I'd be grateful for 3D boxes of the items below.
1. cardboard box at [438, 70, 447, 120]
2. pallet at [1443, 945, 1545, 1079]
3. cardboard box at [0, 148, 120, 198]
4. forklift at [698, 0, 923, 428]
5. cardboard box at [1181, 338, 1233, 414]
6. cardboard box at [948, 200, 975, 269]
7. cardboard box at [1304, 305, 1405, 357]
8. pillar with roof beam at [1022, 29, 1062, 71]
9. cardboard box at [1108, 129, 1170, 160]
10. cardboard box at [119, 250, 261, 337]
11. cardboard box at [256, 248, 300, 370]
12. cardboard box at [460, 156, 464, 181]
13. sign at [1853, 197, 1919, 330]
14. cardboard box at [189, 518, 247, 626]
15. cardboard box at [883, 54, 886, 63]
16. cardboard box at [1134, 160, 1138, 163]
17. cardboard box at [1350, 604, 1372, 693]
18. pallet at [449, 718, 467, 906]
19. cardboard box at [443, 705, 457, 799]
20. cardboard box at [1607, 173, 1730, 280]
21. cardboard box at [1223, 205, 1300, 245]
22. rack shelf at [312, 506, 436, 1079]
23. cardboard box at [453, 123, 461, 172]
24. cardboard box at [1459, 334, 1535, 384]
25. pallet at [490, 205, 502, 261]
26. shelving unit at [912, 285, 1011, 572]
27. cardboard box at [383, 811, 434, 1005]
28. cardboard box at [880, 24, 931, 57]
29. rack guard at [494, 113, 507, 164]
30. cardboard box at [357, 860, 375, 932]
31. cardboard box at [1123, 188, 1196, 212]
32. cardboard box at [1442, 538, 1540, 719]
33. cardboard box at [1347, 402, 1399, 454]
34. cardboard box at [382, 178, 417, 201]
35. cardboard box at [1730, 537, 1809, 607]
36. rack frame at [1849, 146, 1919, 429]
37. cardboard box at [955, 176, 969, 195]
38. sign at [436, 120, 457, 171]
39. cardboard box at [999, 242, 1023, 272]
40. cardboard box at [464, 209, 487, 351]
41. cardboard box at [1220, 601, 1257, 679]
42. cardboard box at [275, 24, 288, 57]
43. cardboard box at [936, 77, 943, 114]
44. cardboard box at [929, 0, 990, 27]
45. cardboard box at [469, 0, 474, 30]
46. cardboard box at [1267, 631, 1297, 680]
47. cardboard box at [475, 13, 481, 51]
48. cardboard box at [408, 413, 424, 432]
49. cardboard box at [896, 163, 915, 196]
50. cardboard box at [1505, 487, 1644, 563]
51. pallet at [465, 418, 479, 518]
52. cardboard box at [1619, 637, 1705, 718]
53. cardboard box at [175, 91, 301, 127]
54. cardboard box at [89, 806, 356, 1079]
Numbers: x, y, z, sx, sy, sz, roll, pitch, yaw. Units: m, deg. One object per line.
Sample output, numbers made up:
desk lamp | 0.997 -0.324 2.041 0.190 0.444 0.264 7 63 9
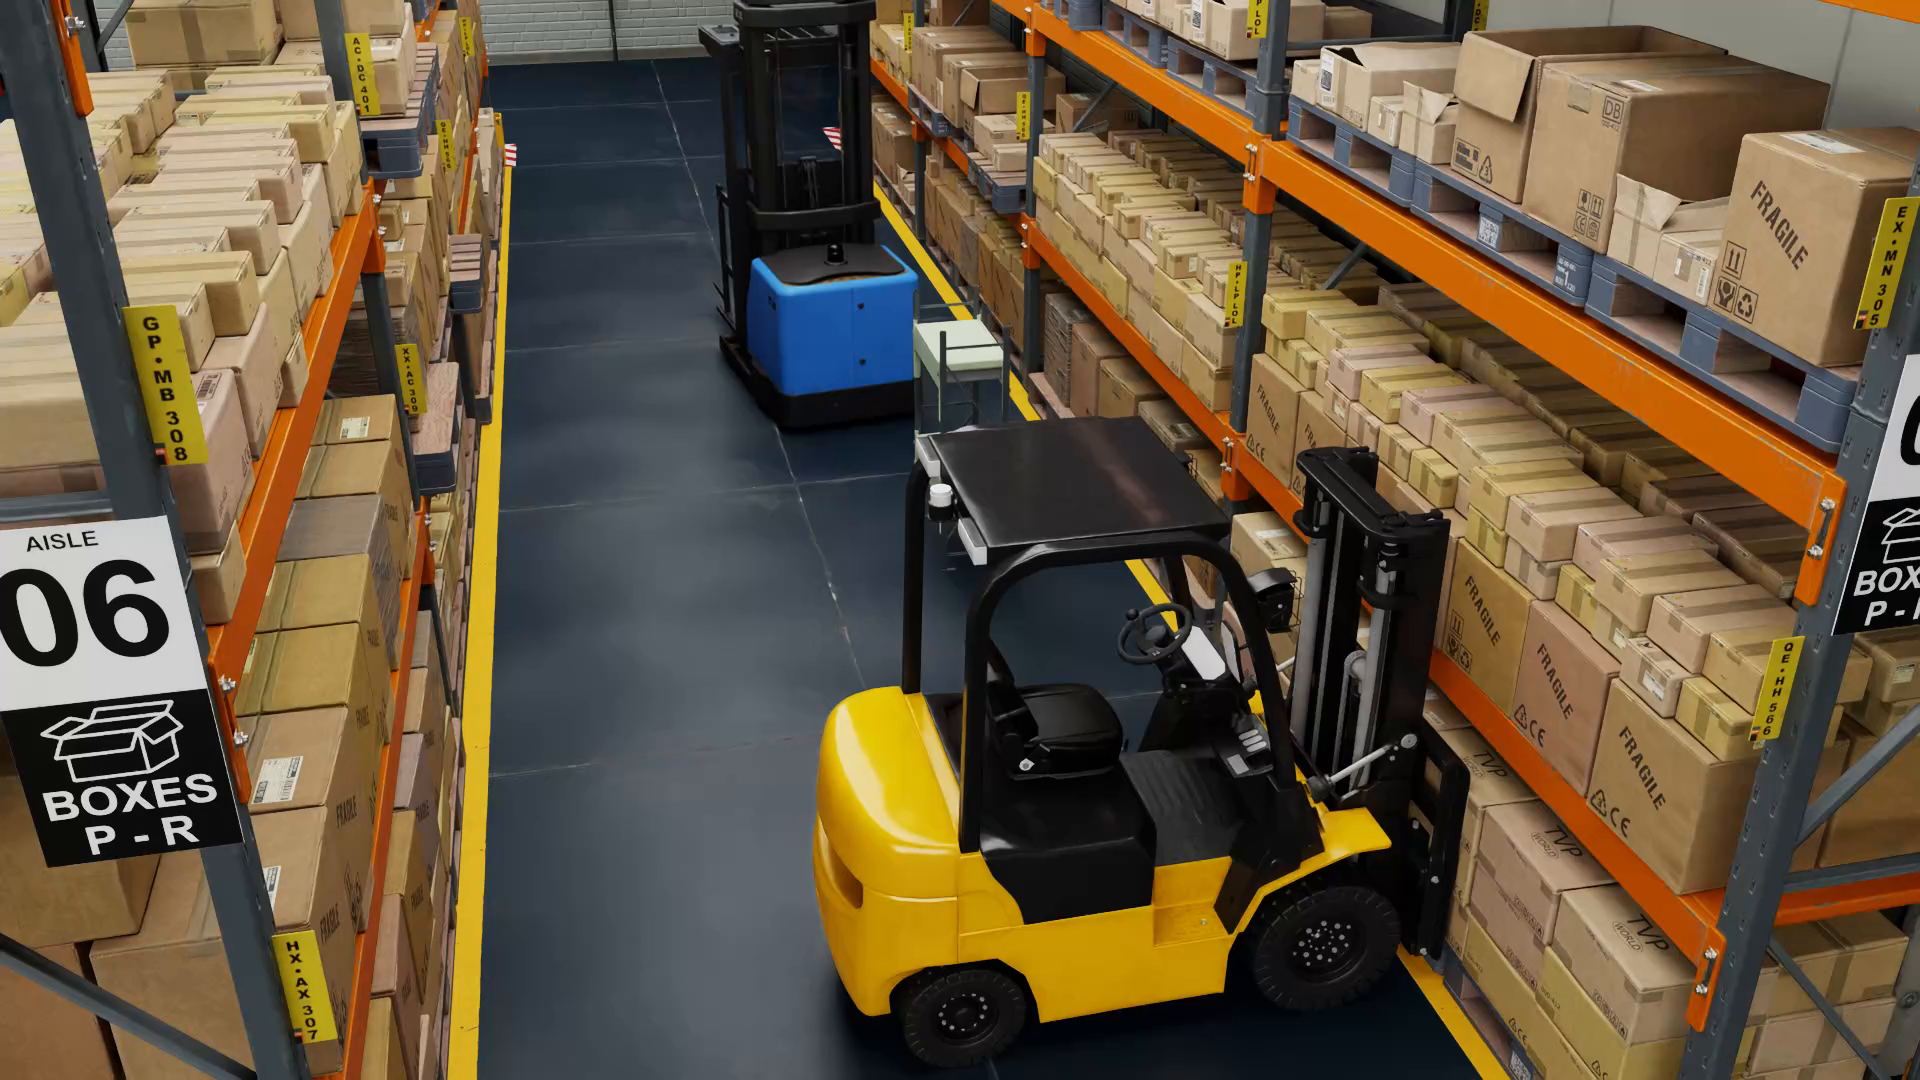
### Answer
cardboard box | -3.859 -2.972 11.588 0.500 0.500 0.500 -6 27 -11
pallet | 2.560 1.897 6.257 1.003 0.211 1.213 -6 27 -12
cardboard box | -2.863 -1.112 5.189 0.380 0.149 0.250 -6 27 -12
forklift | -1.257 -2.738 12.422 1.130 2.935 3.031 -9 28 -18
cardboard box | 1.504 -0.900 8.871 0.500 0.250 0.500 -5 27 -10
cardboard box | 0.197 -2.668 14.516 0.500 0.500 0.500 -7 28 -13
cardboard box | 1.819 -0.965 7.673 0.380 0.149 0.250 -6 27 -11
pillar with roof beam | -3.404 -6.923 13.978 9.100 9.000 0.400 -6 27 -12
cardboard box | 1.241 -2.740 11.519 0.380 0.149 0.250 -5 27 -10
cardboard box | -1.996 -0.613 4.201 0.380 0.149 0.250 -6 27 -12
cardboard box | -2.160 -0.610 4.637 0.500 0.250 0.500 -5 27 -10
cardboard box | -4.090 -2.867 12.768 0.500 0.250 0.500 -6 27 -12
sign | 2.242 -0.666 4.018 0.100 0.325 0.005 -6 27 -12
cardboard box | -1.820 0.084 3.705 0.380 0.149 0.250 -6 27 -12
cardboard box | -0.579 -4.966 17.038 0.380 0.149 0.250 -6 27 -12
cardboard box | 1.343 -2.516 11.517 0.500 0.250 0.500 -5 27 -10
cardboard box | 1.904 0.508 7.390 0.500 0.250 0.500 -5 27 -10
pallet | -2.777 1.269 7.501 1.003 0.211 1.213 -6 27 -12
cardboard box | -2.568 1.006 7.514 0.500 0.250 0.500 -5 27 -9
cardboard box | 2.234 -0.972 5.090 0.396 0.266 0.258 -6 27 -11
cardboard box | 1.766 -1.848 9.751 0.380 0.149 0.250 -6 27 -12
rack shelf | -2.512 0.932 5.872 1.077 0.370 4.000 -6 27 -12
cardboard box | -3.954 -2.874 12.226 0.500 0.250 0.500 -6 27 -12
cardboard box | 2.445 -0.797 7.340 0.380 0.149 0.250 -6 27 -13
pallet | -4.861 -2.876 15.713 1.003 0.211 1.213 -6 27 -12
shelving unit | 0.002 -0.667 9.906 0.431 1.500 0.755 -6 27 -12
cardboard box | -2.207 1.352 5.996 0.500 0.500 0.500 -5 27 -11
cardboard box | -0.510 -4.988 16.639 0.500 0.250 0.500 -6 27 -12
rack guard | -5.673 -4.429 18.471 1.175 0.500 0.348 -6 27 -12
cardboard box | -2.000 1.081 5.058 0.380 0.149 0.250 -6 27 -11
cardboard box | 1.209 -2.023 10.098 0.380 0.149 0.250 -6 27 -12
cardboard box | 2.183 0.296 6.224 0.500 0.500 0.500 -6 27 -13
cardboard box | 1.874 -0.484 7.049 0.380 0.149 0.250 -6 27 -12
cardboard box | -3.221 -1.988 9.232 0.380 0.149 0.250 -7 28 -14
cardboard box | 2.807 0.115 5.533 0.380 0.149 0.250 -5 27 -11
rack frame | 2.774 -1.695 3.620 1.000 3.000 0.127 -6 27 -12
cardboard box | 0.172 -3.117 14.684 0.380 0.149 0.250 -6 27 -12
sign | -3.338 -2.564 10.803 0.100 0.325 0.005 -6 27 -12
cardboard box | 0.521 -2.197 12.863 0.380 0.149 0.250 -7 28 -14
cardboard box | -4.136 -1.965 12.707 0.875 0.875 0.875 -6 27 -11
cardboard box | 1.658 0.514 8.489 0.500 0.250 0.500 -6 27 -11
cardboard box | -3.345 -2.191 7.633 0.500 0.250 0.500 -6 27 -11
cardboard box | 0.008 -3.763 14.060 0.396 0.266 0.258 -5 27 -9
cardboard box | -0.007 -5.366 16.556 0.500 0.500 0.500 -7 28 -13
cardboard box | -4.961 -5.173 15.950 0.500 0.500 0.500 -6 27 -12
cardboard box | 1.796 0.509 7.943 0.500 0.250 0.500 -6 27 -12
cardboard box | -5.202 -5.173 17.058 0.500 0.500 0.500 -7 28 -13
cardboard box | -2.780 -0.617 7.956 0.380 0.149 0.250 -6 27 -11
cardboard box | -0.423 -3.623 16.667 0.396 0.266 0.258 -5 27 -10
cardboard box | 2.166 -0.056 5.872 0.380 0.149 0.250 -5 27 -10
pallet | -3.690 -0.435 10.877 1.003 0.211 1.213 -6 27 -12
cardboard box | 2.336 0.416 5.265 0.380 0.149 0.250 -6 27 -11
cardboard box | -2.574 -1.503 5.964 0.380 0.149 0.250 -5 27 -10
cardboard box | -1.898 1.076 4.349 0.500 0.500 0.500 -6 27 -12
